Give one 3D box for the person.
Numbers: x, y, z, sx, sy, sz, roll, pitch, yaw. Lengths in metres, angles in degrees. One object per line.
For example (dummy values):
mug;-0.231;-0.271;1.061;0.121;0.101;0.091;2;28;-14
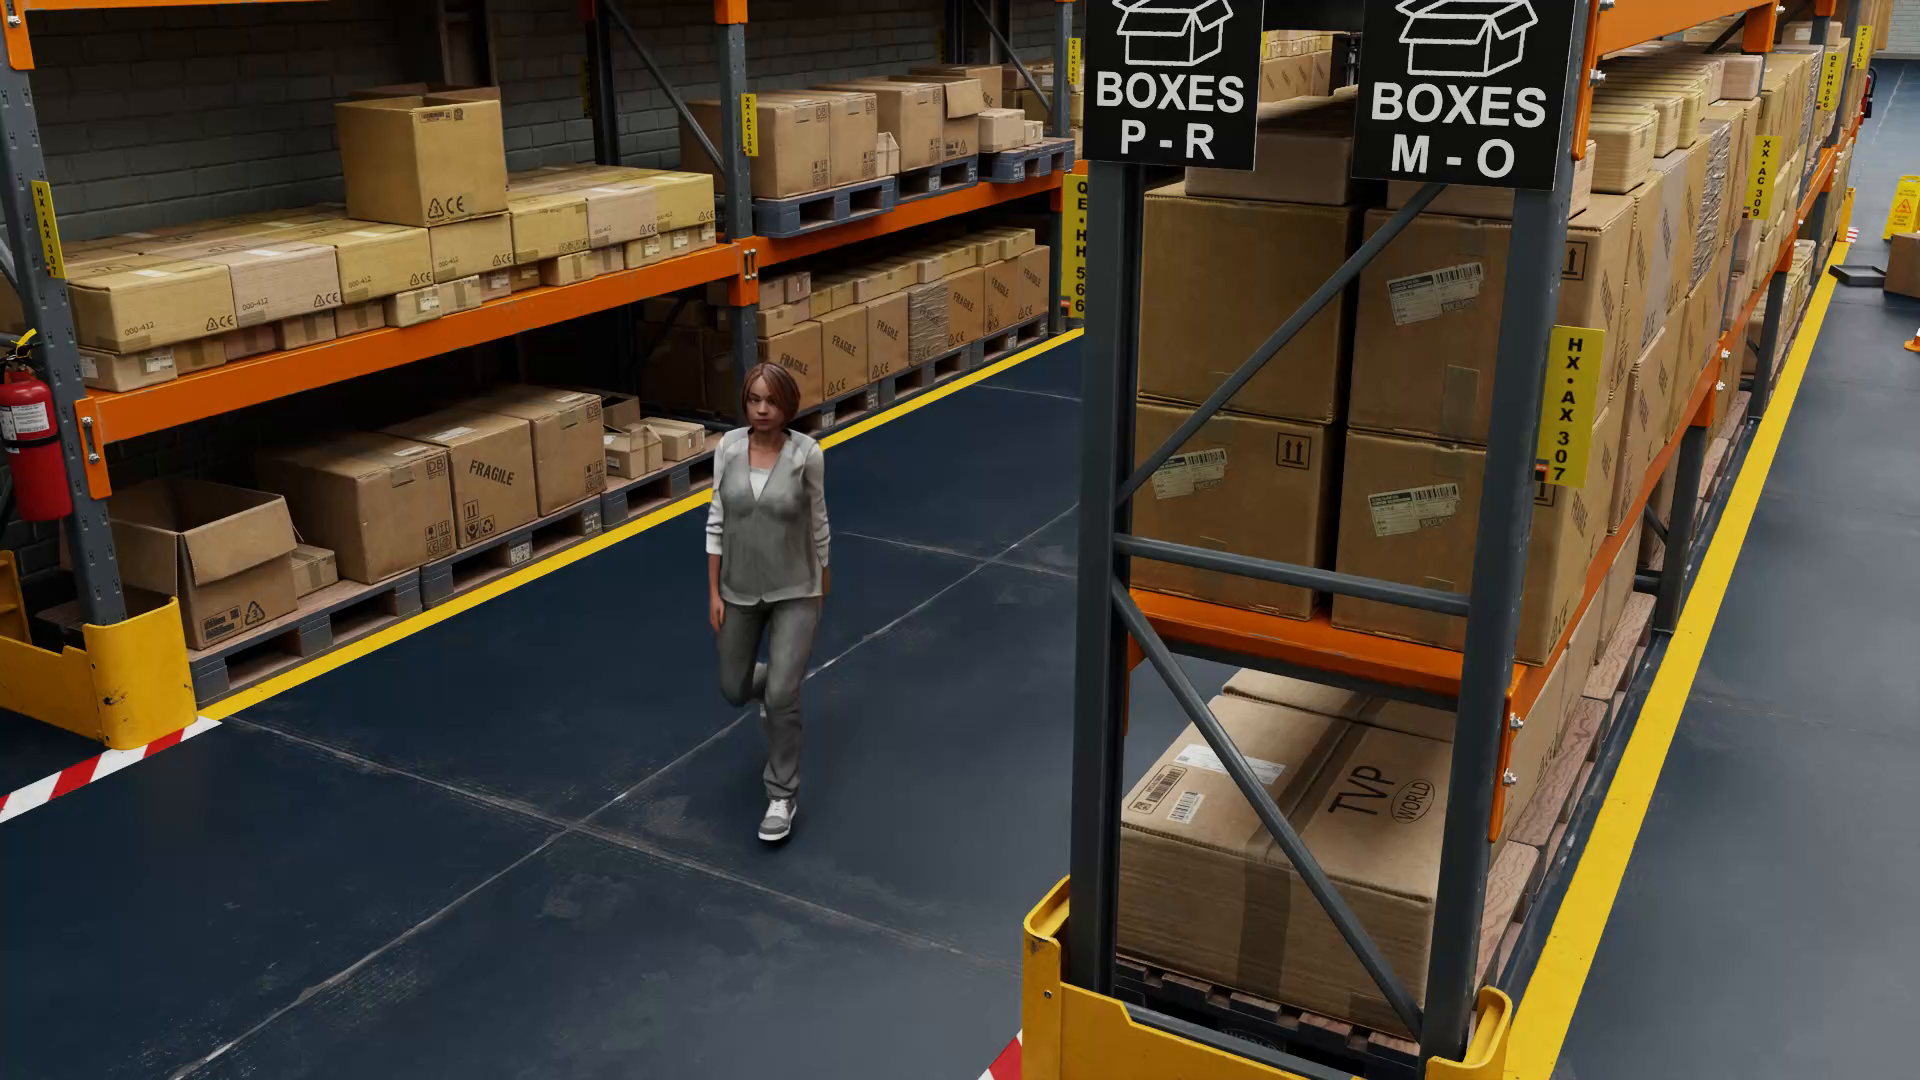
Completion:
person;-0.632;0.159;5.607;0.400;1.570;0.717;3;20;10
